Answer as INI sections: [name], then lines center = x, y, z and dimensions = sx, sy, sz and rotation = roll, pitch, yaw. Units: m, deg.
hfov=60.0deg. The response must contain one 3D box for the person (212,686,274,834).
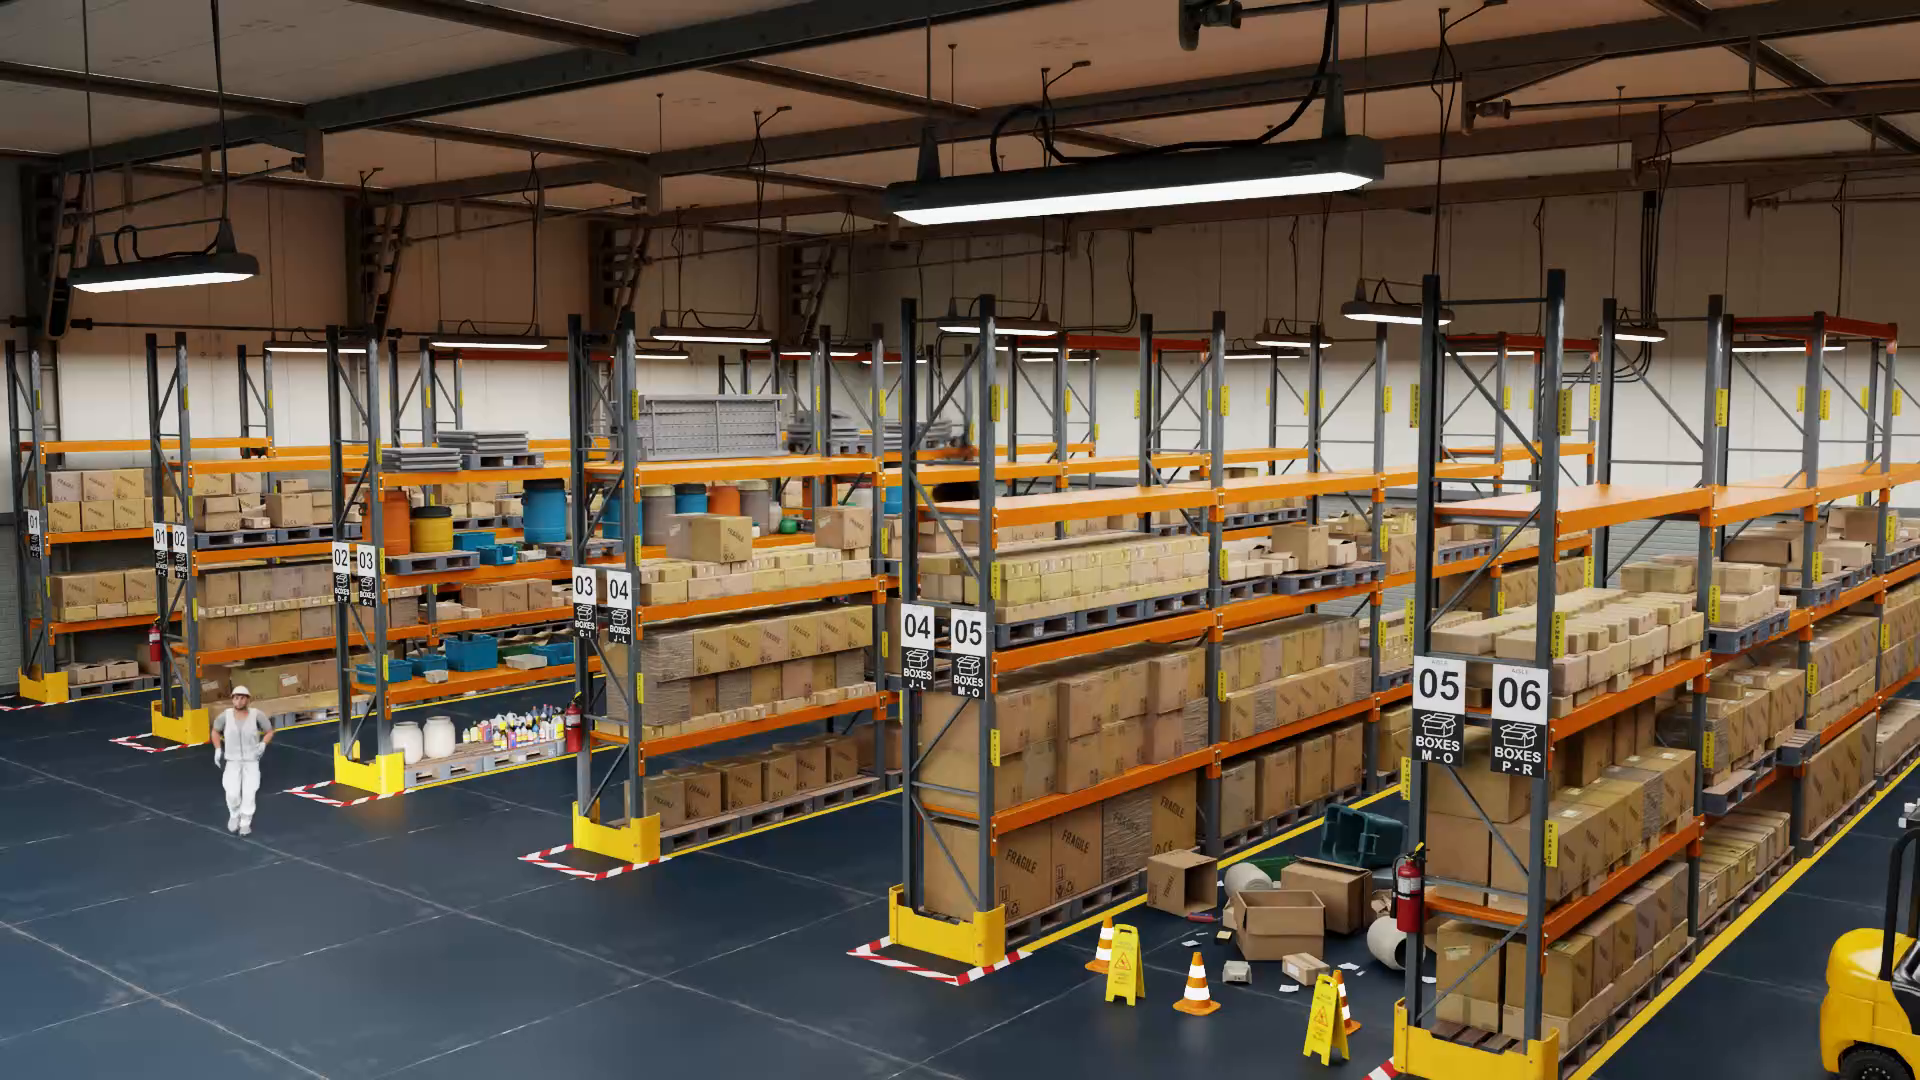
[person]
center = -8.289, 2.557, 19.233
dimensions = 0.664, 1.749, 0.571
rotation = -2, 6, -22
